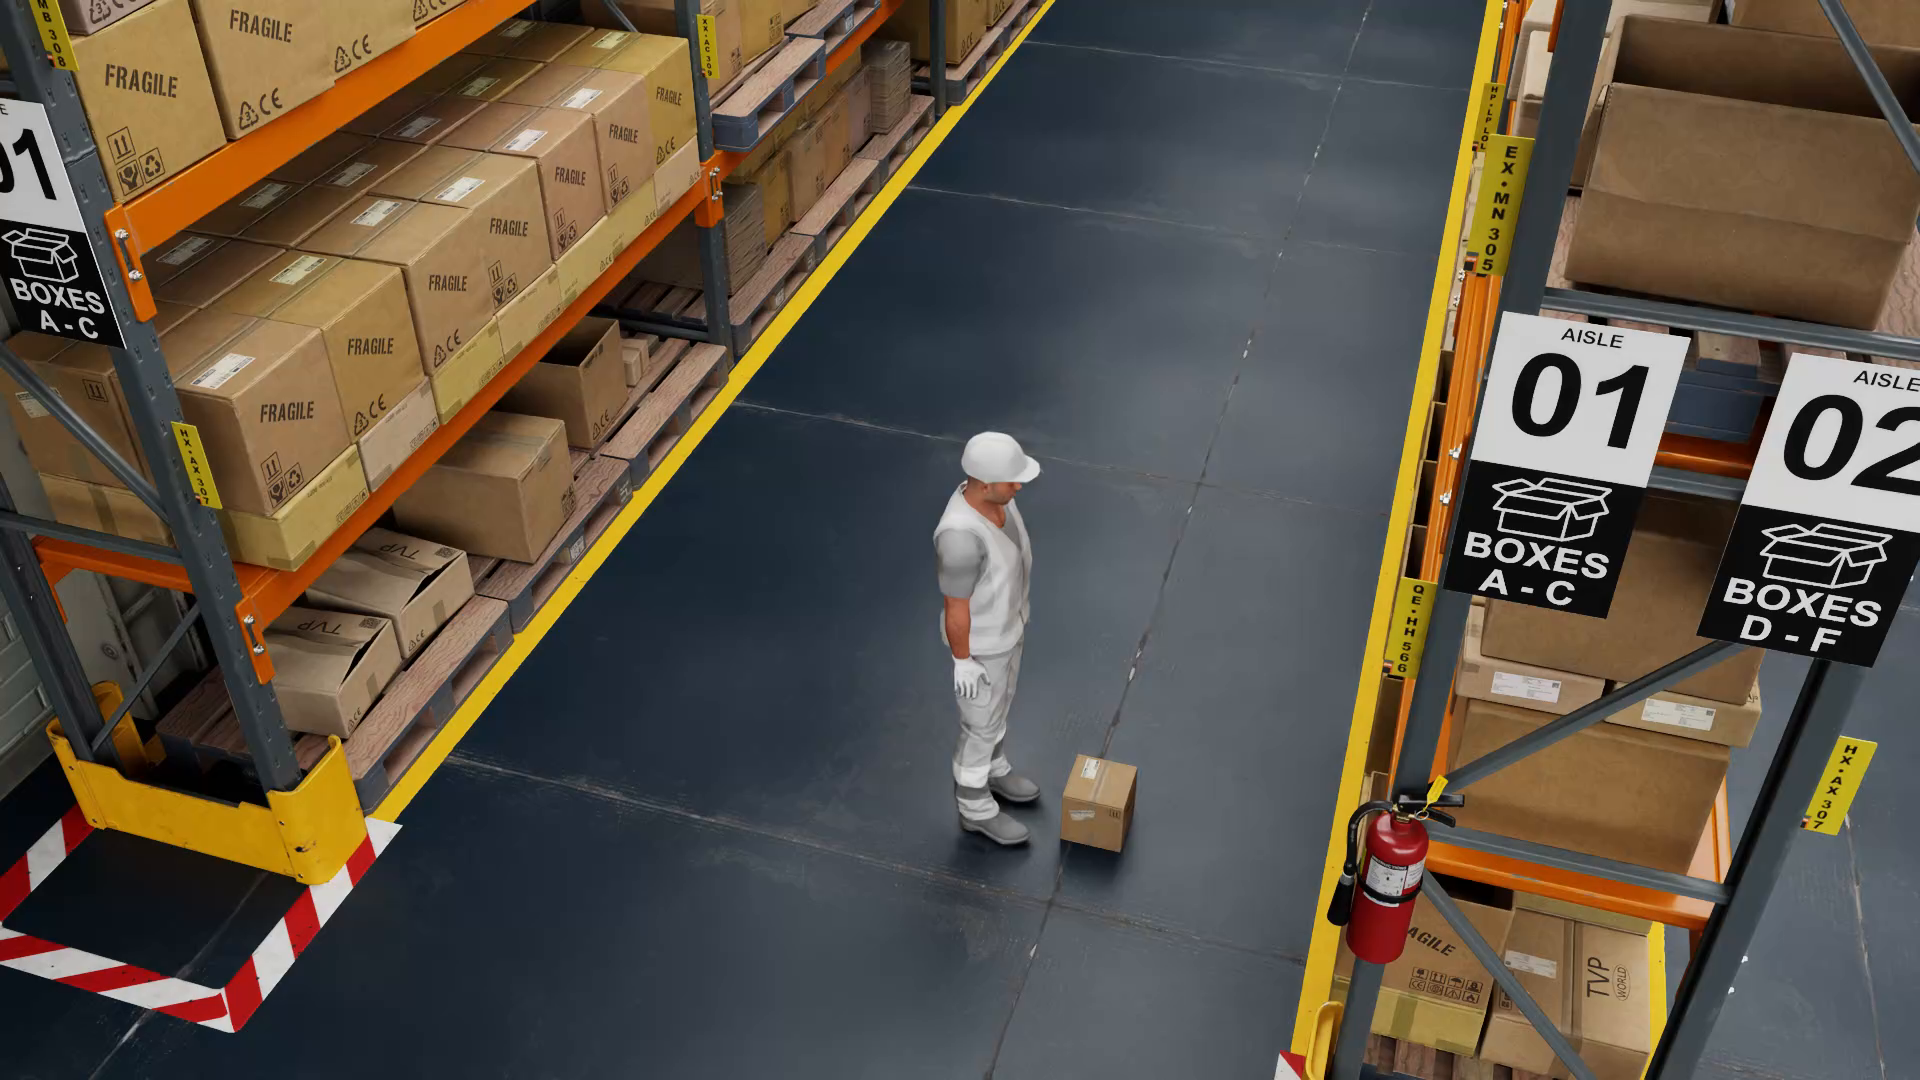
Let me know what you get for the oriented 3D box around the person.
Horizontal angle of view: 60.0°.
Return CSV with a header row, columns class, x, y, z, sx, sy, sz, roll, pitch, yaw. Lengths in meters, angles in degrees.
class,x,y,z,sx,sy,sz,roll,pitch,yaw
person,0.140,0.357,6.372,0.413,1.789,0.535,11,38,14
